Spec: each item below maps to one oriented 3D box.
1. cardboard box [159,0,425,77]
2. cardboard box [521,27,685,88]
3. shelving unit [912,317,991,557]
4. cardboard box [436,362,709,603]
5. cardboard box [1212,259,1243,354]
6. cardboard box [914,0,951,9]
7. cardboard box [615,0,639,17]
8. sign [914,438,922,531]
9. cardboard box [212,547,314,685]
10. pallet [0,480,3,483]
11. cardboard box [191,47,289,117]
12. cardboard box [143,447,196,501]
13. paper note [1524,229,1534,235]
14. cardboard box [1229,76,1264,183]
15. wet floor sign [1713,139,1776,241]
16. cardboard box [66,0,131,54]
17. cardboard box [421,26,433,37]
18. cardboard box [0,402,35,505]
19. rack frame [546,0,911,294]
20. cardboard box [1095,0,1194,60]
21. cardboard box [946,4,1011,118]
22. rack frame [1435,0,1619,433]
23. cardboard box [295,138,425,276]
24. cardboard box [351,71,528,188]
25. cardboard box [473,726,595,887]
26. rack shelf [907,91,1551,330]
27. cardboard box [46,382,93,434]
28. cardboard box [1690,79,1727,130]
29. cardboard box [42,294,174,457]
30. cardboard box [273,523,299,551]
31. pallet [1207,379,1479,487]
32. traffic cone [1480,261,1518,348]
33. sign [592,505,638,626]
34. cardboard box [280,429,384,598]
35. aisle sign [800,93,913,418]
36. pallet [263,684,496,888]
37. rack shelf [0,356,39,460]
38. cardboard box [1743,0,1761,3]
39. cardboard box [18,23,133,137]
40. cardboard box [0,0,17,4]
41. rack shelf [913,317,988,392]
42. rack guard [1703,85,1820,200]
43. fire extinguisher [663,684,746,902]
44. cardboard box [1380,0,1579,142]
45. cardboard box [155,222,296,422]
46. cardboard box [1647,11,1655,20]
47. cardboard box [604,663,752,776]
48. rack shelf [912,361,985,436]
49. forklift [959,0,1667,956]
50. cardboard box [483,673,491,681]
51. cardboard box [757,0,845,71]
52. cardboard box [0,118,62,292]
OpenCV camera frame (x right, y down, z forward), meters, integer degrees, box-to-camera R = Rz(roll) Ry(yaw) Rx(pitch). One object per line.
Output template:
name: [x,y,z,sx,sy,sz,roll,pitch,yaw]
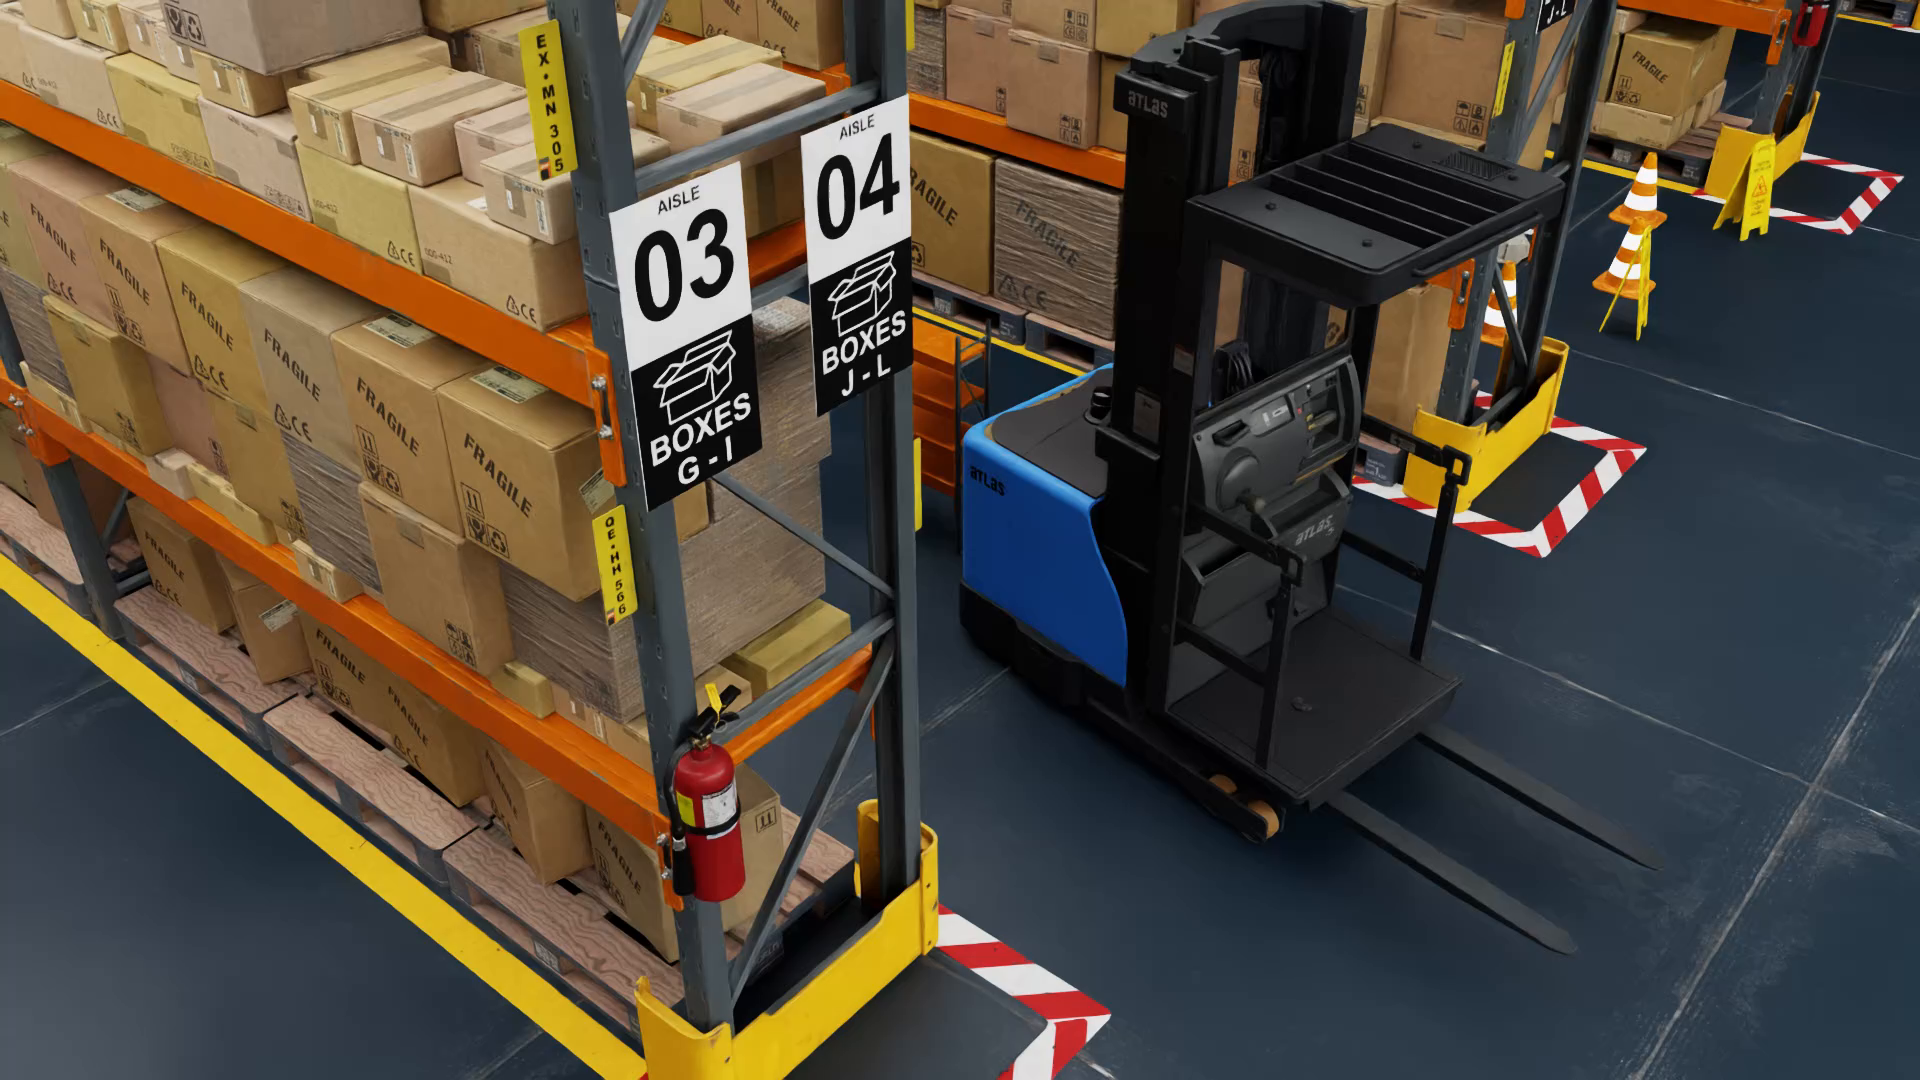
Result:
cardboard box: [-1.853,-1.618,4.514,0.500,0.500,0.500,25,42,32]
cardboard box: [-0.973,-1.273,4.585,0.250,0.149,0.380,24,41,31]
shelving unit: [-0.127,-0.555,7.998,0.503,1.200,0.258,25,42,32]
cardboard box: [-1.080,-0.228,4.698,0.500,0.500,0.500,25,42,32]
cardboard box: [1.511,-1.513,9.310,0.875,0.875,0.875,25,41,31]
cardboard box: [-0.061,-3.489,9.594,0.550,0.550,0.875,25,42,32]
cardboard box: [-2.063,-3.793,11.035,0.500,0.500,0.500,25,42,31]
sign: [-0.152,-0.153,5.058,0.005,0.325,0.100,25,42,32]
cardboard box: [-2.847,0.215,7.125,0.500,0.500,0.500,-19,39,-26]
pallet: [-5.115,-0.583,8.912,1.213,0.211,1.003,25,42,32]
cardboard box: [-1.908,-1.338,4.680,0.250,0.149,0.380,23,41,30]
cardboard box: [-2.843,-0.327,6.298,0.250,0.149,0.380,25,42,32]
paper note: [3.841,-2.124,11.316,0.142,0.019,0.148,12,36,16]
cardboard box: [1.651,-2.305,8.824,0.550,0.550,0.875,25,42,32]
wet floor sign: [5.303,-2.367,11.126,0.267,0.644,0.232,-18,38,-25]
cardboard box: [-2.495,-1.640,5.119,0.250,0.149,0.380,24,41,31]
cardboard box: [-1.541,-1.585,5.039,0.250,0.149,0.380,23,41,30]
cardboard box: [-4.386,-0.573,8.253,0.500,0.500,0.700,25,42,32]
rack frame: [-0.499,-2.033,3.261,0.127,3.000,1.000,25,42,32]
cardboard box: [1.176,-2.896,8.731,0.500,0.550,0.875,25,42,32]
cardboard box: [0.406,-2.874,9.653,0.550,0.550,0.875,25,42,32]
rack frame: [2.752,-1.681,8.049,0.127,3.000,1.000,25,42,32]
cardboard box: [-1.418,-0.978,4.508,0.500,0.250,0.500,26,42,32]
cardboard box: [-1.318,-1.061,4.275,0.250,0.149,0.380,23,41,30]
cardboard box: [-1.450,0.862,6.182,0.500,0.500,0.500,-22,40,-28]
rack shelf: [1.215,-2.109,9.307,4.000,0.370,1.077,25,42,32]
cardboard box: [-3.417,-0.600,6.696,0.250,0.149,0.380,25,42,32]
cardboard box: [5.398,-3.324,12.498,0.500,0.250,0.500,25,42,31]
cardboard box: [-2.905,-0.786,6.394,0.500,0.500,0.875,25,42,32]
cardboard box: [-2.218,-0.088,5.951,0.250,0.149,0.380,25,42,32]
pallet: [2.087,-0.787,9.210,1.213,0.211,1.003,25,42,32]
traffic cone: [3.252,-1.446,9.946,0.334,0.463,0.336,25,42,32]
sign: [-0.870,0.067,4.201,0.005,0.325,0.100,25,42,32]
cardboard box: [-1.722,-0.264,5.633,0.500,0.500,0.875,25,42,32]
aisle sign: [-0.260,-0.740,4.381,0.004,0.787,0.394,25,42,32]
pallet: [-2.093,0.810,6.884,1.213,0.211,1.003,25,42,32]
rack shelf: [-5.111,-1.437,8.328,4.000,0.370,1.077,25,42,32]
cardboard box: [5.417,-3.810,11.371,0.250,0.149,0.380,27,43,33]
cardboard box: [-2.607,-1.535,5.318,0.500,0.250,0.500,23,41,30]
cardboard box: [-3.077,-1.921,5.529,0.250,0.149,0.380,26,42,32]
rack shelf: [-0.127,-0.878,7.775,0.480,0.148,0.258,25,42,32]
rack guard: [5.783,-2.869,11.986,0.348,0.500,1.175,25,42,32]
fire extinguisher: [-0.706,0.714,4.629,0.183,0.674,0.296,25,42,32]
cardboard box: [2.491,-2.340,7.921,0.550,0.550,0.875,25,42,32]
cardboard box: [-2.230,-0.773,5.492,0.500,0.500,0.500,25,42,32]
cardboard box: [4.975,-3.829,12.571,0.500,0.500,0.500,24,41,30]
cardboard box: [-0.851,0.530,5.050,0.250,0.149,0.380,25,42,32]
rack shelf: [-0.127,-0.683,7.909,0.480,0.148,0.258,25,42,32]
forklift: [1.352,-0.350,6.171,1.130,2.935,3.031,-27,43,-33]
cardboard box: [-1.450,0.274,5.423,0.250,0.149,0.380,25,42,32]
cardboard box: [-0.894,-3.244,10.236,0.500,0.500,0.500,25,42,32]
cardboard box: [-3.390,-1.311,6.275,0.500,0.500,0.500,25,42,32]
